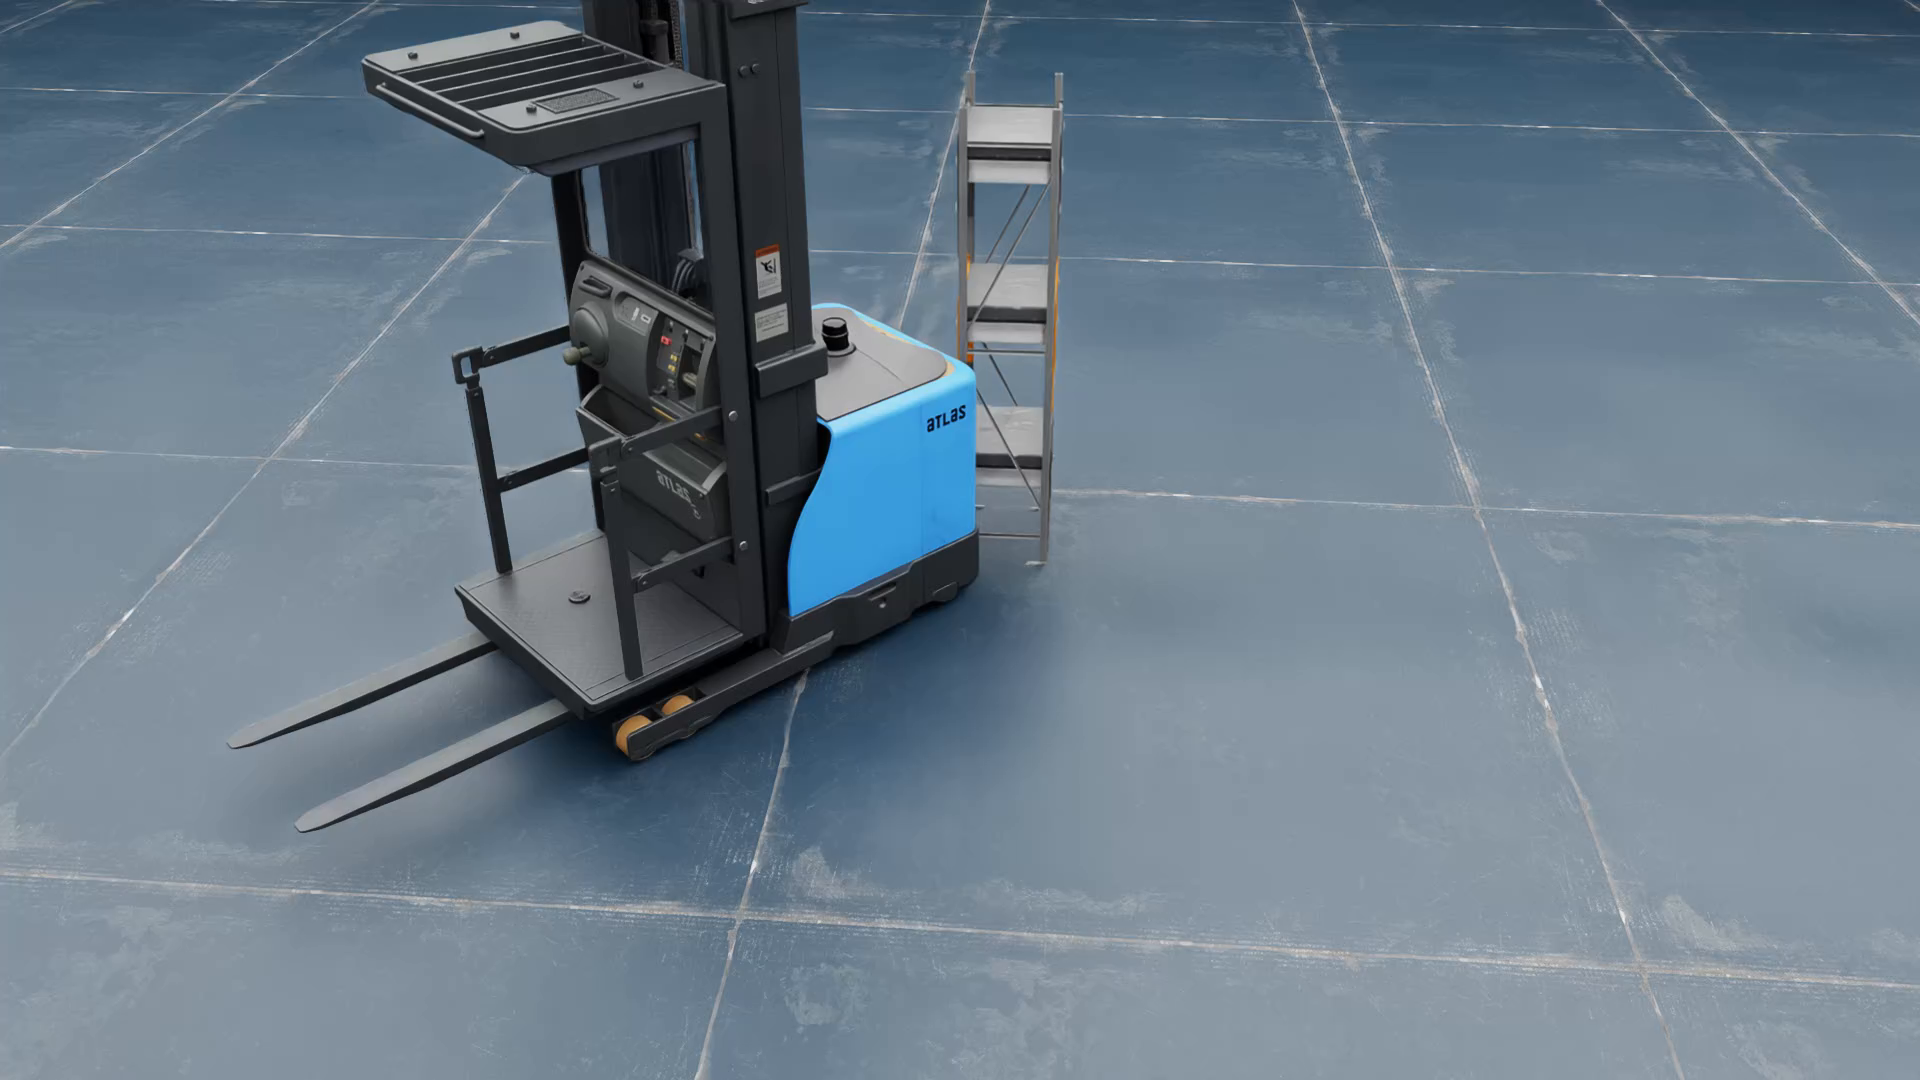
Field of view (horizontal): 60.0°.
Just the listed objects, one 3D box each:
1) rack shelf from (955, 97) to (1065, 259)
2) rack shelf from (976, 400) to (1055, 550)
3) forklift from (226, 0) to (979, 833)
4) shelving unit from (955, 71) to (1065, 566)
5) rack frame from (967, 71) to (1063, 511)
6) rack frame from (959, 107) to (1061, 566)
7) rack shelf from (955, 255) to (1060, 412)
[{"bbox_3d":[0.211,-1.500,6.874,0.431,0.518,0.480,2,32,3],"label":"rack shelf"},{"bbox_3d":[0.211,-0.308,7.609,0.431,0.518,0.480,2,32,3],"label":"rack shelf"},{"bbox_3d":[-1.353,-0.715,6.116,3.031,2.935,1.130,-25,40,-35],"label":"forklift"},{"bbox_3d":[0.211,-0.916,7.234,0.431,2.100,0.503,2,32,3],"label":"shelving unit"},{"bbox_3d":[0.228,-1.043,7.442,0.400,2.100,0.015,2,32,3],"label":"rack frame"},{"bbox_3d":[0.195,-0.788,7.027,0.400,2.100,0.015,2,32,3],"label":"rack frame"},{"bbox_3d":[0.211,-0.904,7.242,0.431,0.518,0.480,2,32,3],"label":"rack shelf"}]
